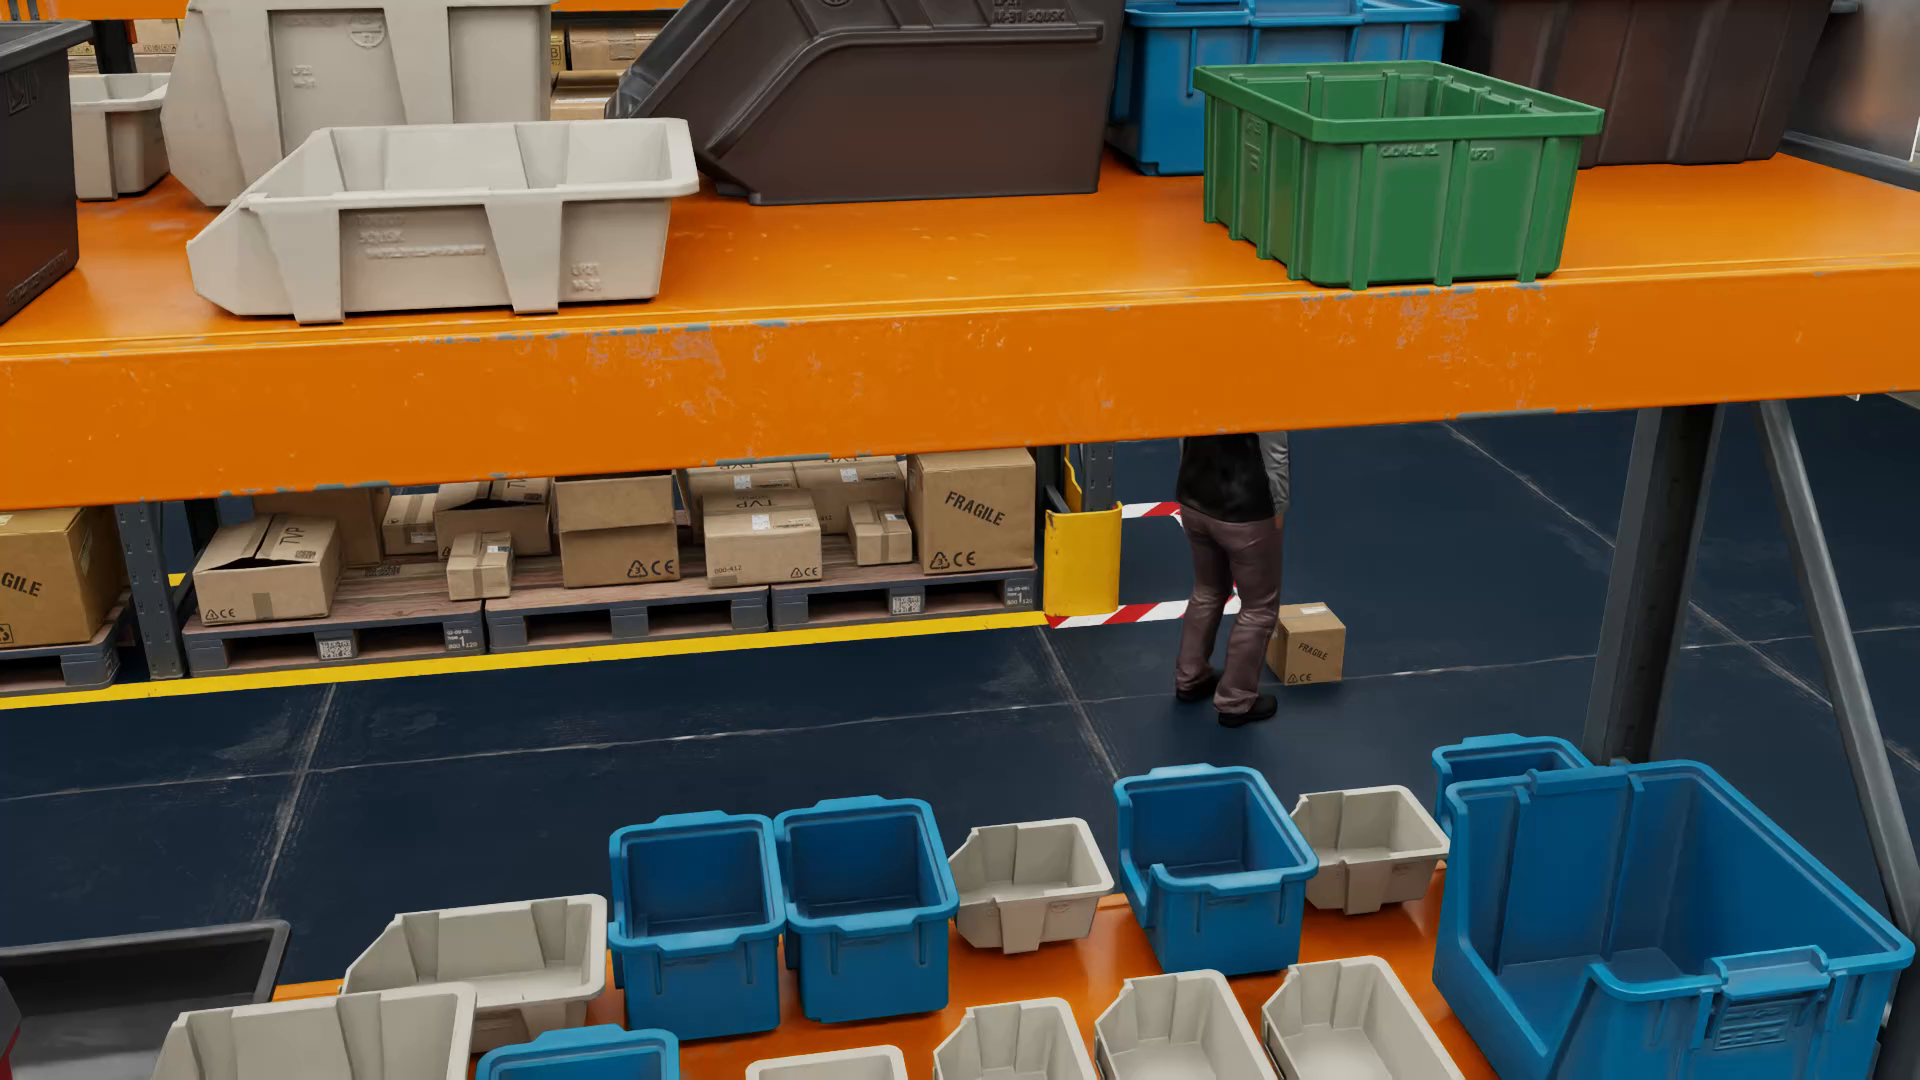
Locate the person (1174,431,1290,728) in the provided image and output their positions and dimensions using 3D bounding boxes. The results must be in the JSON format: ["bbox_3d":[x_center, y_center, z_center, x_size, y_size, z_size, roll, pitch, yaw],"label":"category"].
[{"bbox_3d":[1.039,-0.117,6.441,0.372,1.705,0.543,-16,28,-33],"label":"person"}]
